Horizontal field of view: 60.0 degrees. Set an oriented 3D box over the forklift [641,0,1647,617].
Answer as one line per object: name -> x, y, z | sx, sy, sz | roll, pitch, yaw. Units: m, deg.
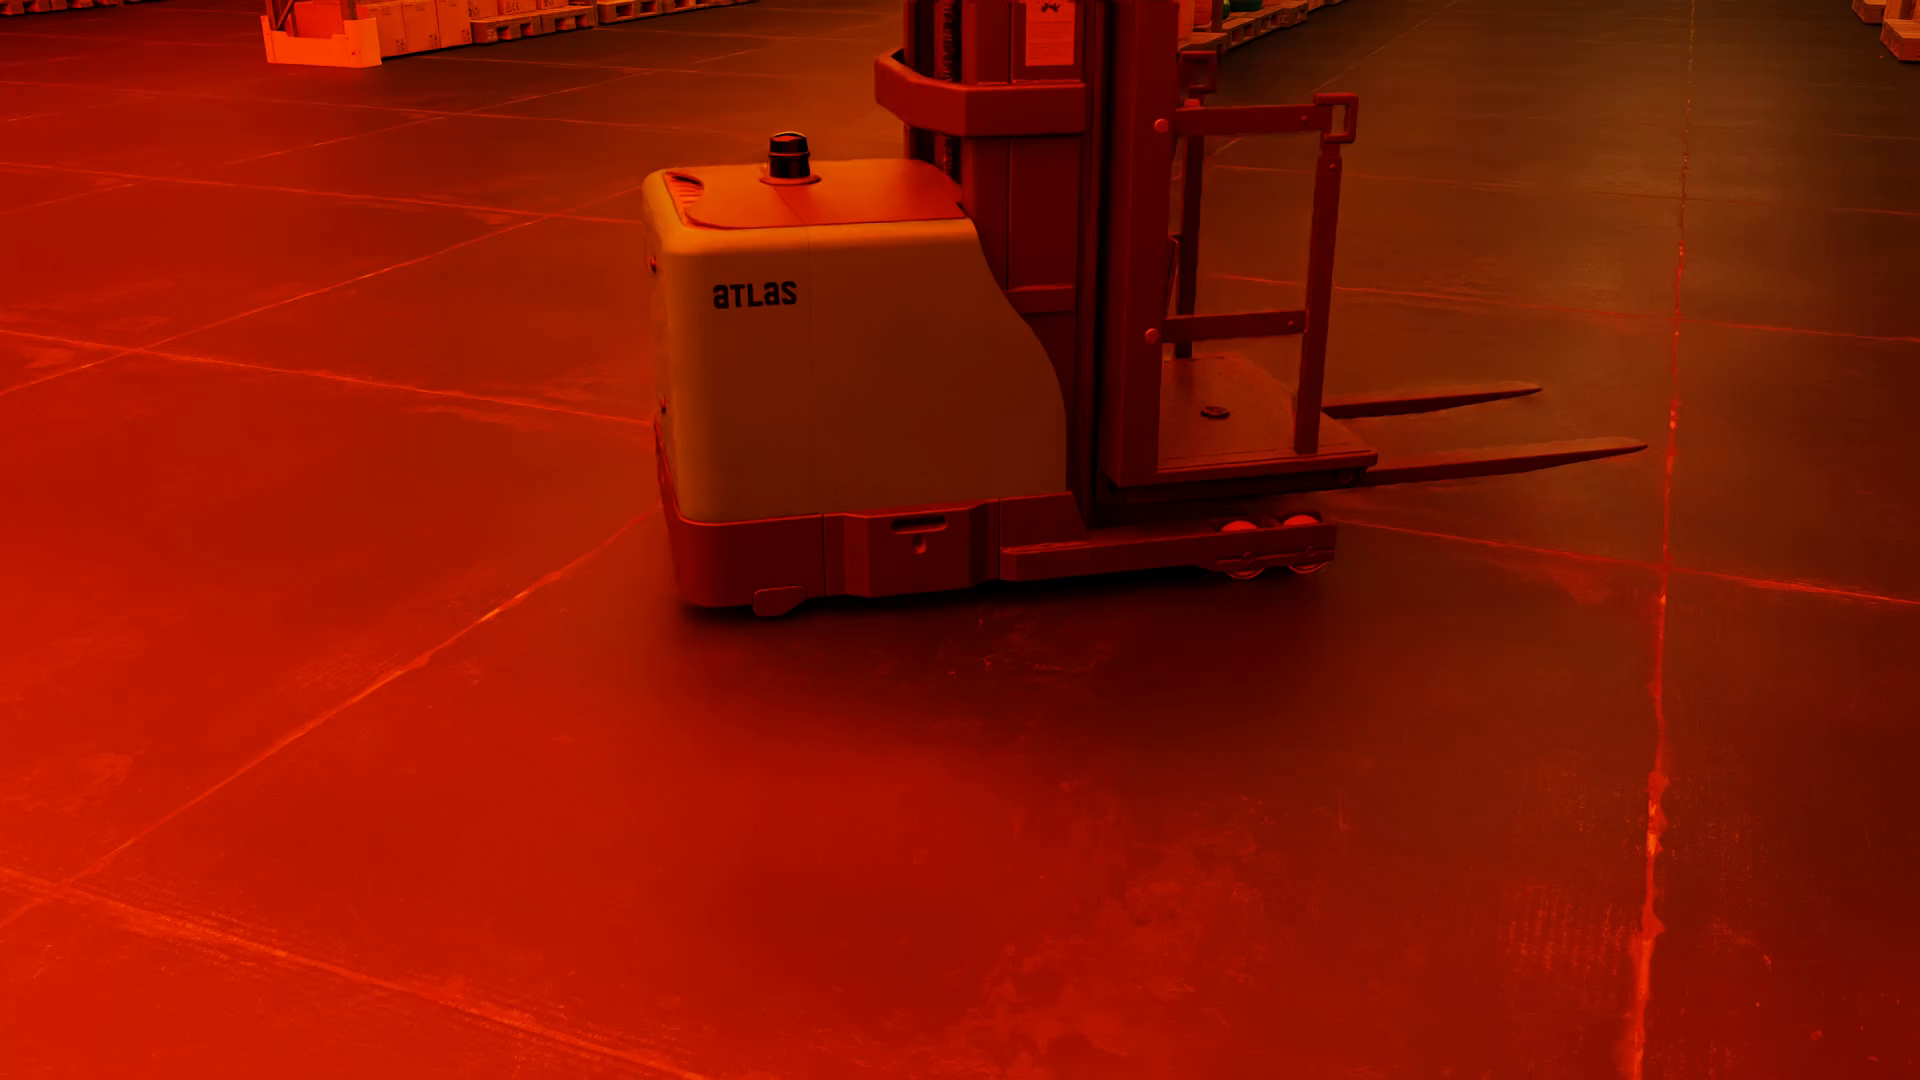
forklift -> 0.613, -1.430, 4.714 | 3.031, 2.935, 1.130 | -5, 23, -13
